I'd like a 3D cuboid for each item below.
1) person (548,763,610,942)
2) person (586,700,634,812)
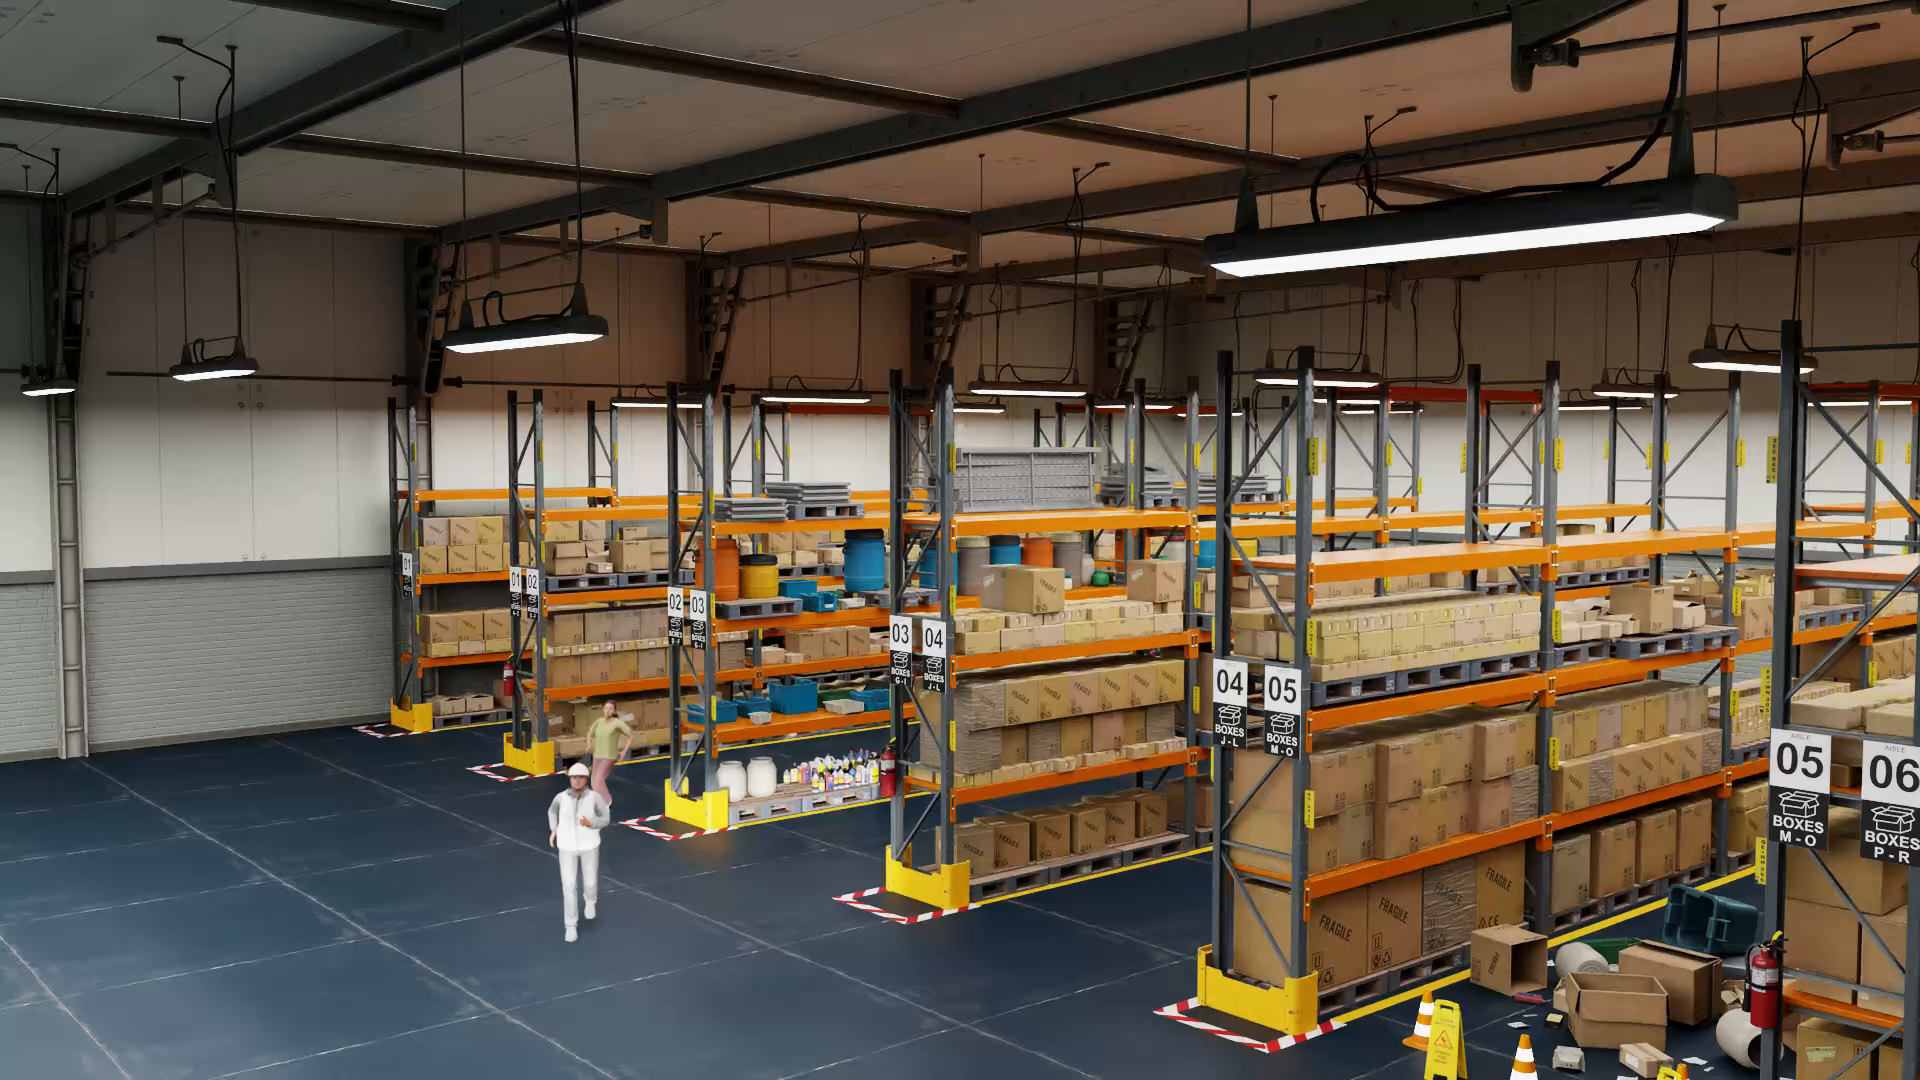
[{"bbox_3d":[-4.014,3.231,17.517,0.655,1.762,0.964,-1,3,-10],"label":"person"},{"bbox_3d":[-4.872,3.021,22.866,0.649,1.607,0.565,1,4,21],"label":"person"}]
